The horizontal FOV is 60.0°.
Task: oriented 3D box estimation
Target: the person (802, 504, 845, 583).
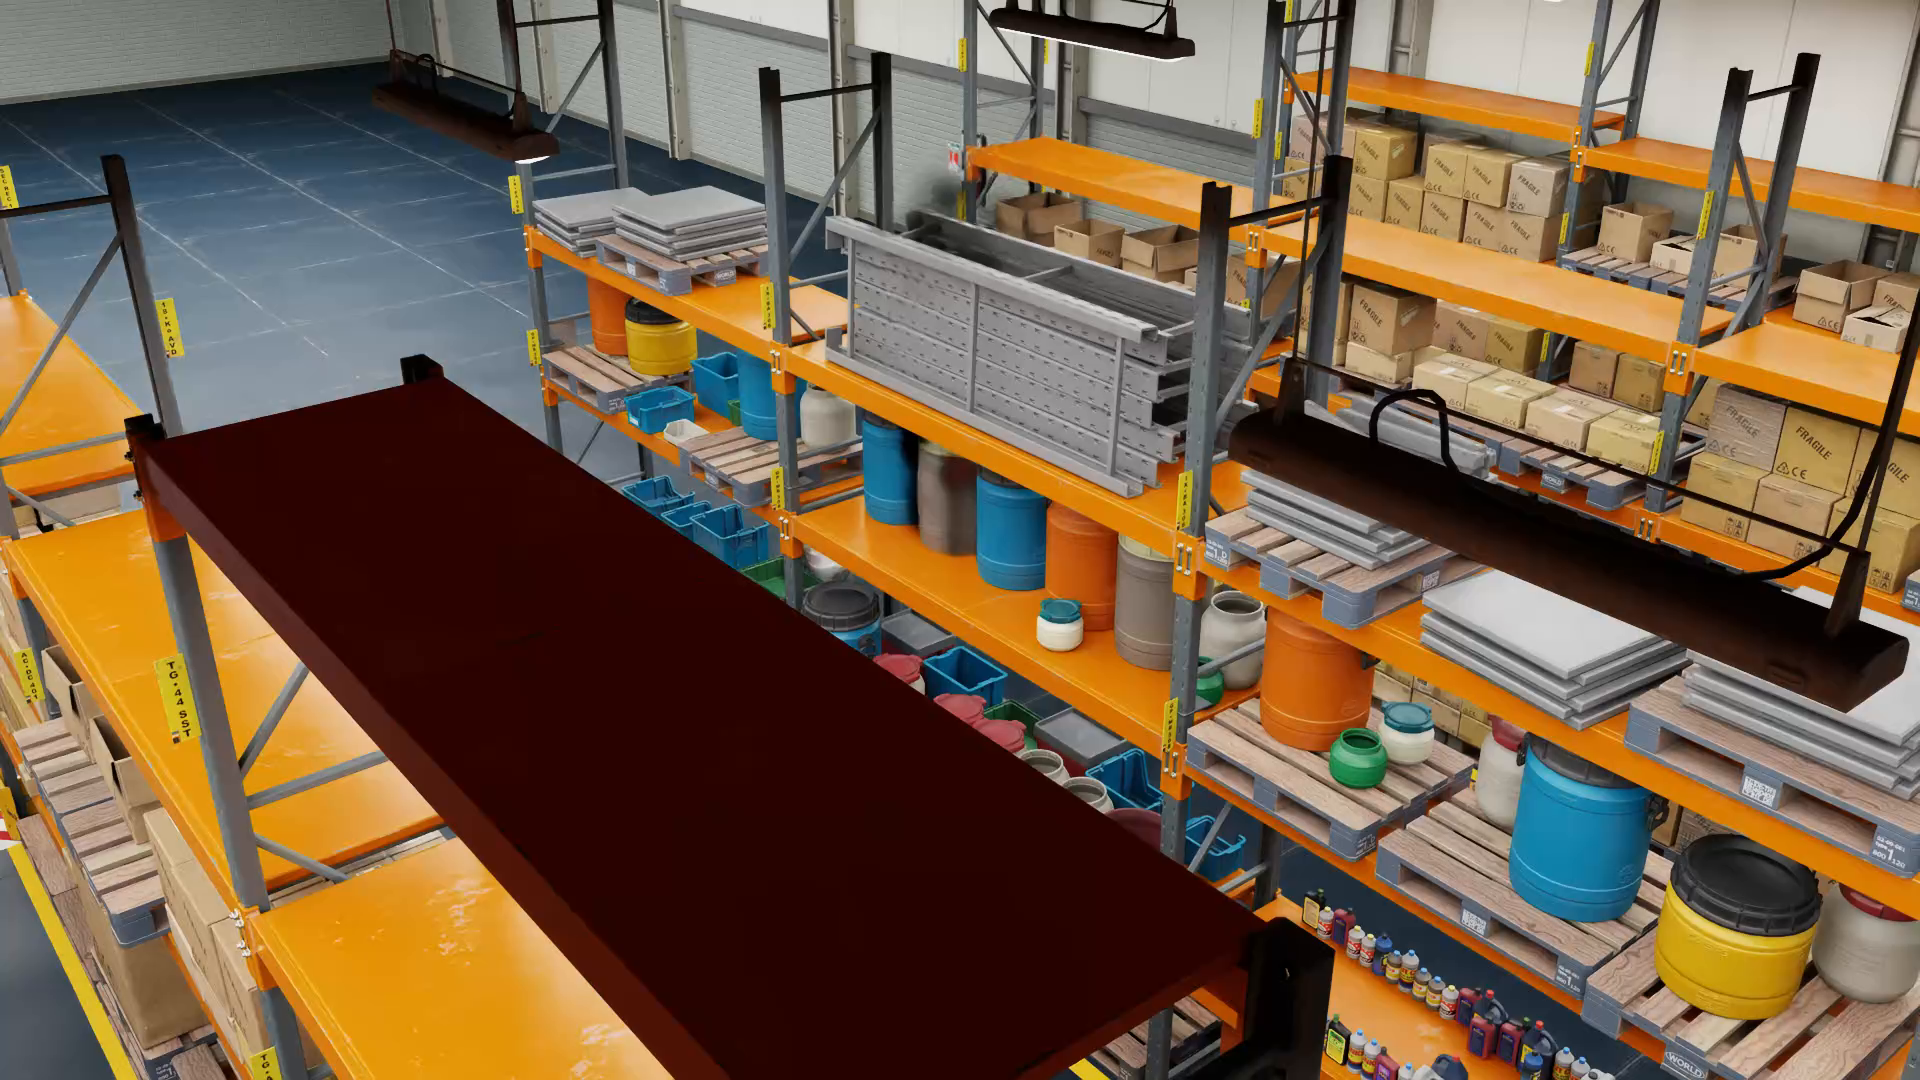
[{"bbox_3d":[-1.284,0.278,15.807,0.571,1.722,0.822,-23,34,-39],"label":"person"}]
